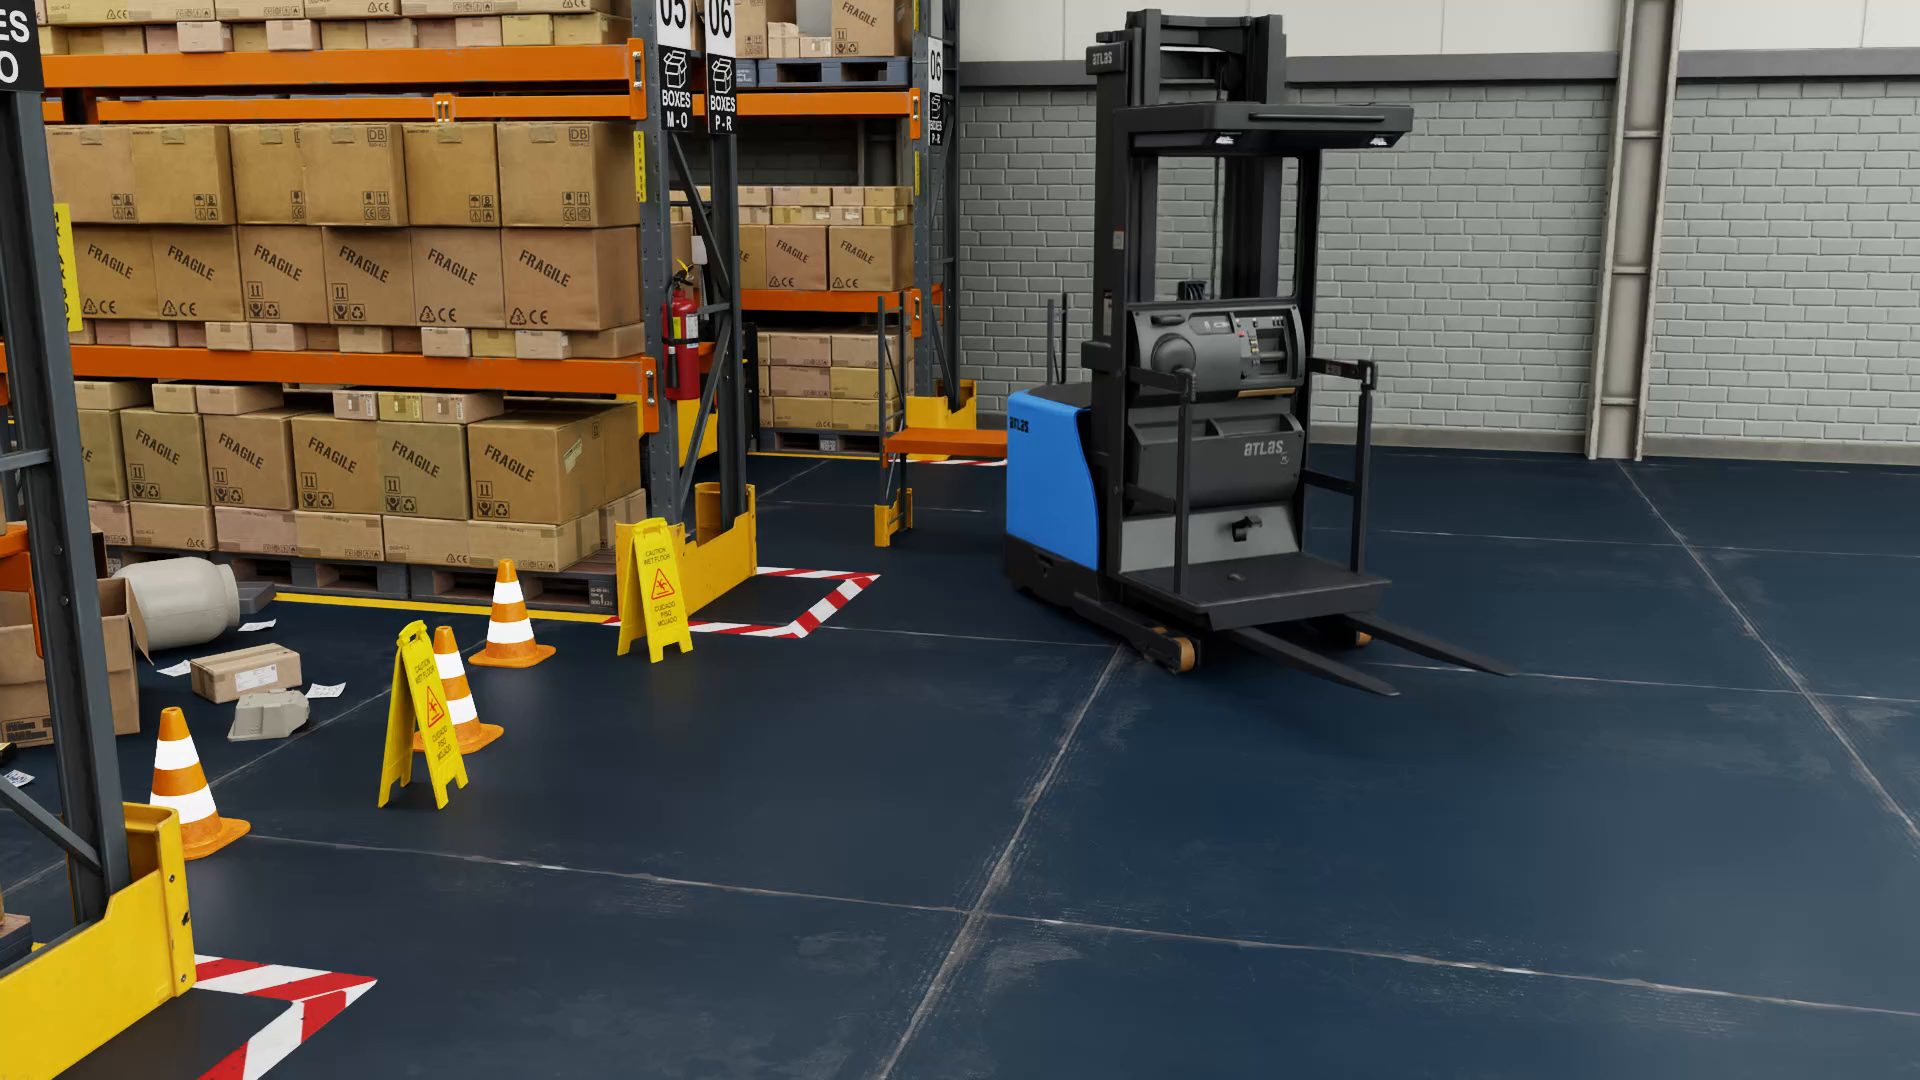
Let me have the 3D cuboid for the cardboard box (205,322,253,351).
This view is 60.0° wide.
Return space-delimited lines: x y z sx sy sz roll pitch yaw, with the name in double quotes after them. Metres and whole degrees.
-3.780 -1.101 8.849 0.250 0.149 0.380 3 13 14 "cardboard box"

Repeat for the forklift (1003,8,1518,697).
1.322 -0.935 7.682 1.130 2.935 3.031 -6 14 -25 "forklift"

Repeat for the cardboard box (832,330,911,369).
-0.701 -1.521 13.233 0.500 0.250 0.500 4 13 15 "cardboard box"

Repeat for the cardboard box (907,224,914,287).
-0.594 -2.345 13.646 0.500 0.500 0.500 3 13 15 "cardboard box"

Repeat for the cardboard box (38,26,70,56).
-4.765 -2.623 8.788 0.250 0.149 0.380 3 13 14 "cardboard box"

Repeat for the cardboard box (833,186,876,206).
-0.825 -2.703 13.076 0.250 0.149 0.380 3 13 14 "cardboard box"

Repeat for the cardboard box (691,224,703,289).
-2.210 -2.310 13.490 0.500 0.500 0.500 3 13 14 "cardboard box"

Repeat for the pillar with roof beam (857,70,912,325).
-1.671 -4.461 9.564 0.400 9.000 9.100 3 13 14 "pillar with roof beam"

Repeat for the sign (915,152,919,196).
-0.323 -2.779 12.615 0.005 0.325 0.100 3 13 14 "sign"

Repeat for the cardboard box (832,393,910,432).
-0.712 -1.032 13.340 0.500 0.250 0.500 3 13 14 "cardboard box"

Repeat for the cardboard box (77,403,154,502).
-4.741 -0.517 9.285 0.500 0.500 0.500 4 13 16 "cardboard box"

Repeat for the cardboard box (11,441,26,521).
-5.759 -0.324 9.867 0.625 0.372 0.950 3 13 14 "cardboard box"

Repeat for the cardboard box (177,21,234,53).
-3.774 -2.564 8.520 0.250 0.149 0.380 3 13 12 "cardboard box"

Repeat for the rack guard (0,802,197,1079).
-2.430 1.100 4.122 0.348 0.500 1.175 3 13 14 "rack guard"

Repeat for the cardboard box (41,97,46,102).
-8.503 -3.994 14.730 0.500 0.250 0.500 3 13 12 "cardboard box"

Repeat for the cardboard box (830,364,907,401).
-0.727 -1.278 13.293 0.500 0.250 0.500 3 13 13 "cardboard box"

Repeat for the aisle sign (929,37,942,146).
-0.186 -3.416 12.702 0.004 0.787 0.394 3 13 14 "aisle sign"

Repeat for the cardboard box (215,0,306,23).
-3.410 -2.752 8.447 0.500 0.250 0.500 3 13 14 "cardboard box"

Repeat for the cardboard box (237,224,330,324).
-3.416 -1.416 8.773 0.500 0.500 0.500 3 13 14 "cardboard box"

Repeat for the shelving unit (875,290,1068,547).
0.074 -0.728 10.053 1.083 1.500 0.587 3 13 14 "shelving unit"

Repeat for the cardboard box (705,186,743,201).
-1.841 -2.742 13.252 0.250 0.149 0.380 3 13 15 "cardboard box"

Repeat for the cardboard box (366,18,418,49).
-2.761 -2.526 8.350 0.250 0.149 0.380 3 13 13 "cardboard box"

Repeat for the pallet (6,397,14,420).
-8.662 -1.312 15.661 1.213 0.211 1.003 3 13 14 "pallet"

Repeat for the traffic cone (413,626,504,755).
-2.028 0.571 6.593 0.334 0.463 0.336 3 13 14 "traffic cone"

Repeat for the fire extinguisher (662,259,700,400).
-1.365 -1.027 8.117 0.183 0.674 0.296 3 13 14 "fire extinguisher"

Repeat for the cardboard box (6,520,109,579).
-4.535 0.186 8.238 0.500 0.500 0.500 -9 15 -35 "cardboard box"

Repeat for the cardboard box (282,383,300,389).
-6.054 -1.570 14.899 0.625 0.625 0.875 3 13 11 "cardboard box"

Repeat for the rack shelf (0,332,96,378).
-7.191 -1.128 10.053 4.000 0.370 1.077 3 13 14 "rack shelf"

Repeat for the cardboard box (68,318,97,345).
-4.762 -1.167 9.147 0.250 0.149 0.380 3 13 15 "cardboard box"

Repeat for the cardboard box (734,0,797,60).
-1.638 -4.025 13.092 0.500 0.500 0.700 3 13 14 "cardboard box"

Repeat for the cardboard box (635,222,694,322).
-1.759 -1.445 8.902 0.500 0.500 0.500 3 13 13 "cardboard box"

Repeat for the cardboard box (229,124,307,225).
-3.374 -1.918 8.729 0.500 0.500 0.700 3 13 13 "cardboard box"

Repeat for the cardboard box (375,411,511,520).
-2.713 -0.410 8.802 0.500 0.500 0.500 4 13 16 "cardboard box"

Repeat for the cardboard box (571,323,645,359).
-1.780 -1.020 8.484 0.250 0.149 0.380 4 13 15 "cardboard box"

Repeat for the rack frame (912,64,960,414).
-0.180 -2.212 13.277 0.127 3.000 1.000 3 13 14 "rack frame"

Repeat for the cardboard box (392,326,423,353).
-2.768 -1.077 8.743 0.250 0.149 0.380 3 13 14 "cardboard box"

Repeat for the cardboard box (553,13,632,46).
-1.779 -2.469 8.092 0.250 0.149 0.380 3 13 14 "cardboard box"

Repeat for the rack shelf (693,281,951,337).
-2.121 -1.964 13.823 4.000 0.370 1.077 3 13 14 "rack shelf"

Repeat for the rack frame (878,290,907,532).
-0.411 -0.754 10.170 0.032 1.500 0.500 3 13 14 "rack frame"

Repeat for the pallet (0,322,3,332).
-5.956 -1.352 9.845 1.213 0.211 1.003 3 13 14 "pallet"

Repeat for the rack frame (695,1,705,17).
-1.365 -4.097 7.922 0.127 3.000 1.000 3 13 14 "rack frame"

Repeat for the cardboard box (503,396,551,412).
-2.614 -0.524 9.317 0.500 0.500 0.500 3 13 11 "cardboard box"

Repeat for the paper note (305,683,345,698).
-2.760 0.651 7.228 0.142 0.019 0.148 -1 13 -6 "paper note"

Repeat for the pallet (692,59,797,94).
-2.048 -3.738 13.435 1.213 0.211 1.003 3 13 14 "pallet"

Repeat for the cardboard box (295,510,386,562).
-3.225 -0.070 9.004 0.500 0.250 0.500 3 13 12 "cardboard box"

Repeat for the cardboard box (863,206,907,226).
-0.583 -2.536 13.012 0.250 0.149 0.380 3 13 14 "cardboard box"

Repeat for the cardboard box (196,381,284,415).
-3.872 -0.775 8.950 0.250 0.149 0.380 4 13 17 "cardboard box"

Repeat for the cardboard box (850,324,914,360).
-0.601 -1.627 13.713 0.500 0.250 0.500 3 13 13 "cardboard box"

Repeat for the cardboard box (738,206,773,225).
-1.584 -2.589 13.249 0.250 0.149 0.380 3 13 12 "cardboard box"
